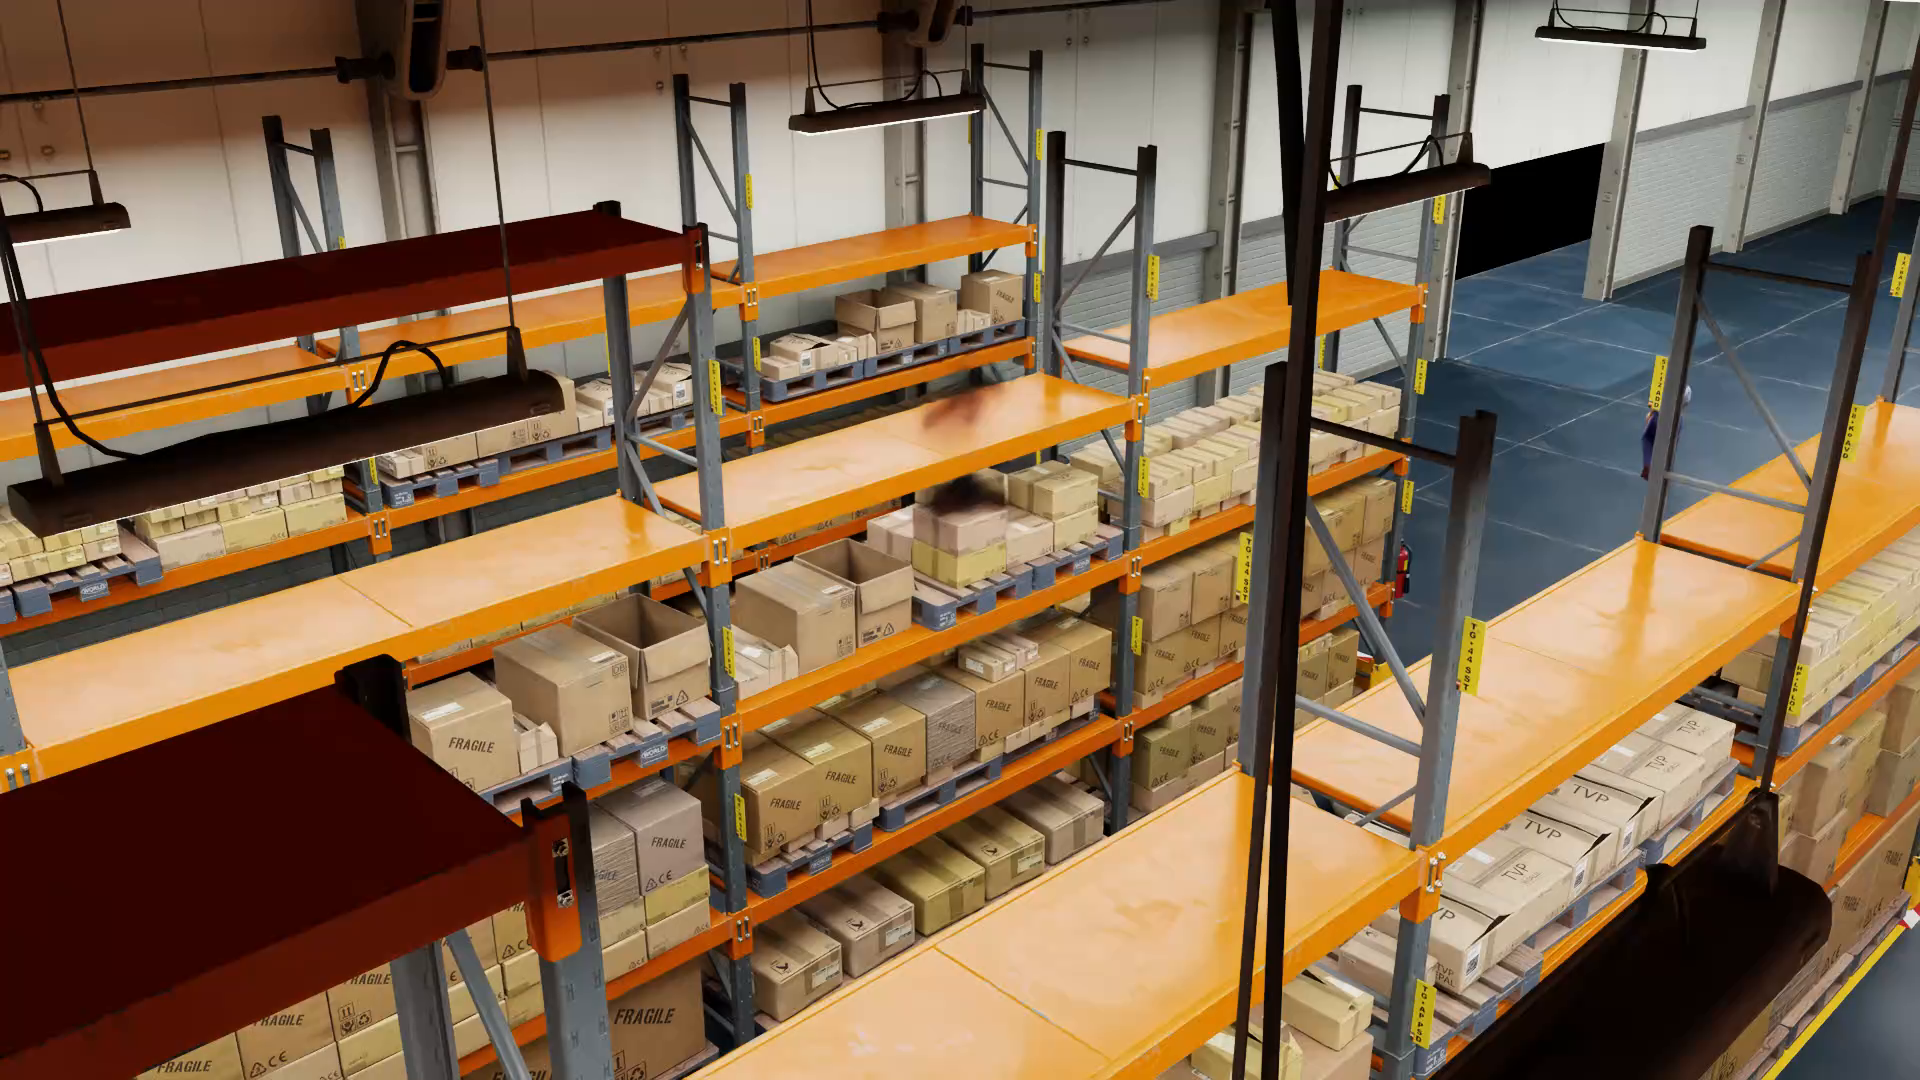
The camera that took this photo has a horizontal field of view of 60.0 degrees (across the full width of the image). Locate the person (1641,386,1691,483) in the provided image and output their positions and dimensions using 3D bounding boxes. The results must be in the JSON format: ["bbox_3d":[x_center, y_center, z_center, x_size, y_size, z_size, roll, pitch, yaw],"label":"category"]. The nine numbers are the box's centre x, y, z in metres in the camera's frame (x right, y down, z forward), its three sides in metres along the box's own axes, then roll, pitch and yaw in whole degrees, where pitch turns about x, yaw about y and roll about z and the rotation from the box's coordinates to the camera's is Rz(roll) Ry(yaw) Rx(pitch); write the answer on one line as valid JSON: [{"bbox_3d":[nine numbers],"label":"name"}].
[{"bbox_3d":[9.544,-1.575,22.553,0.578,1.654,0.688,2,23,4],"label":"person"}]
